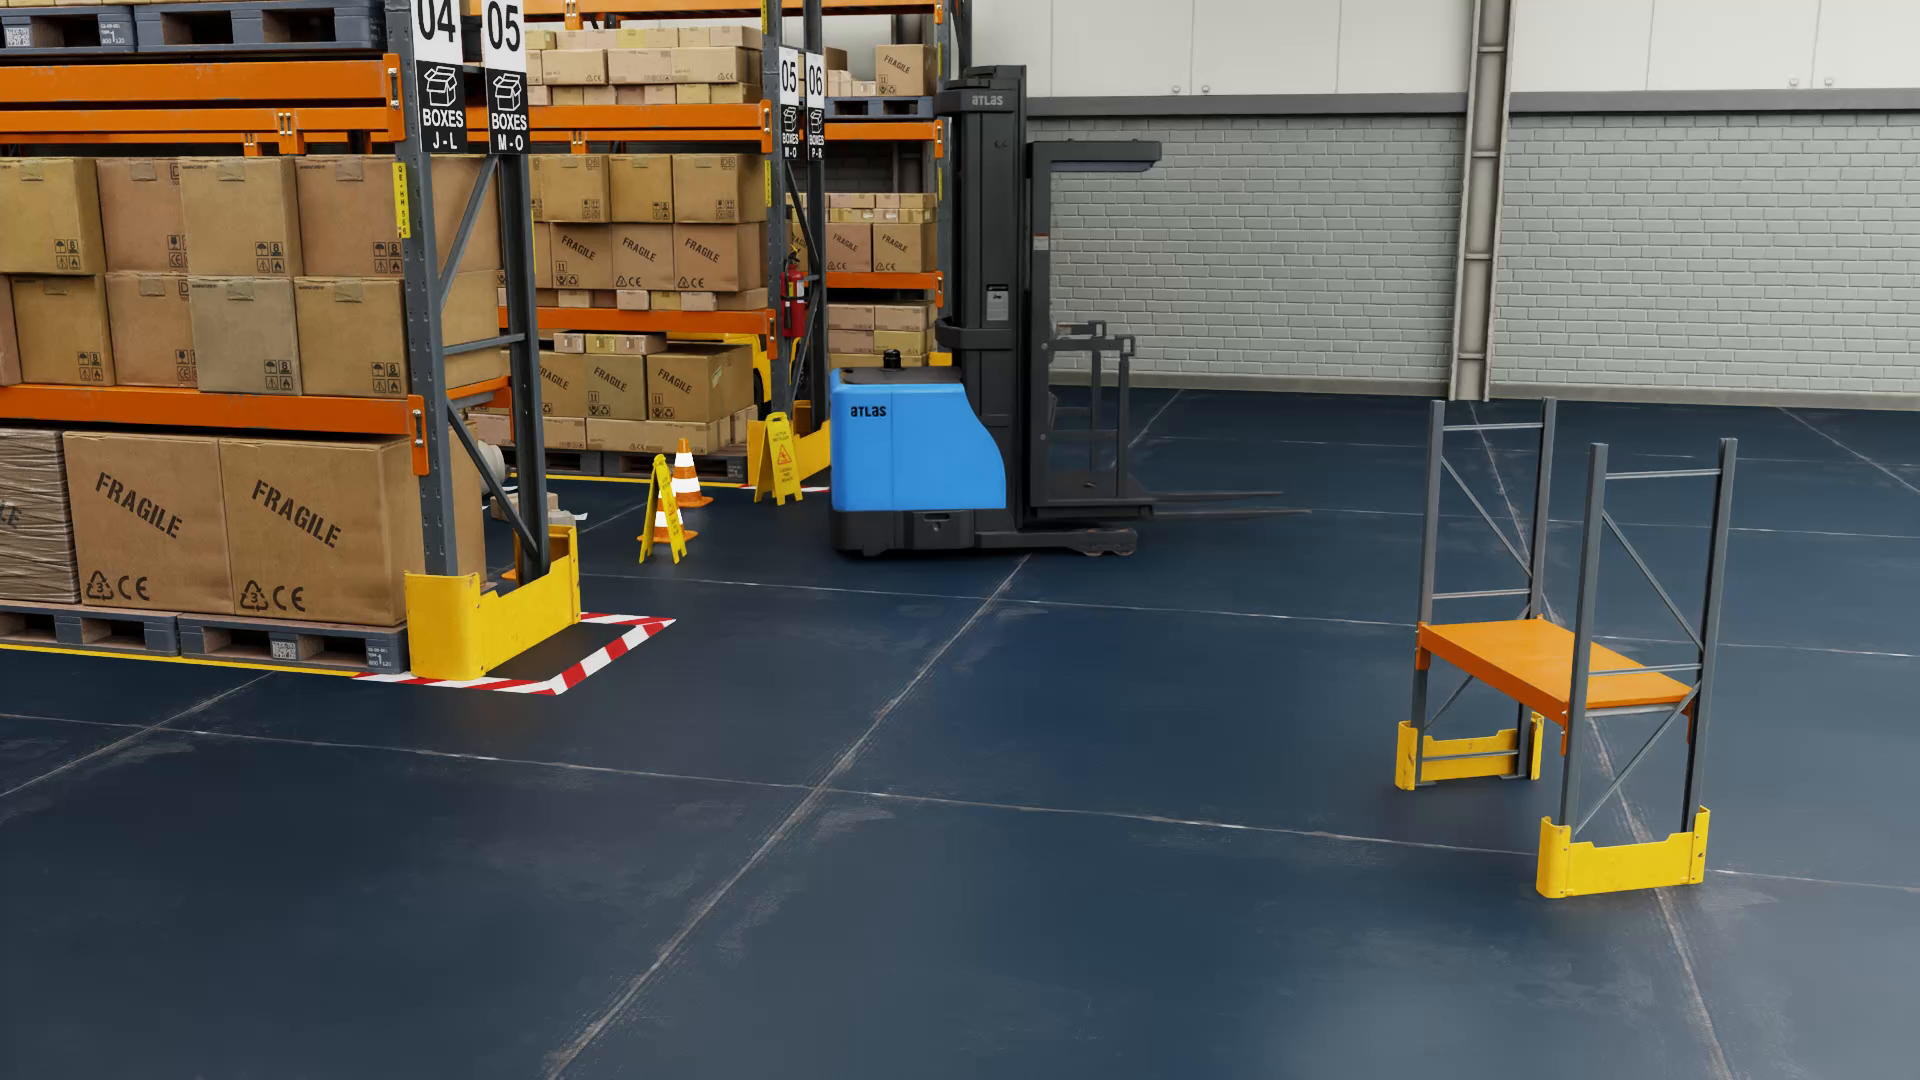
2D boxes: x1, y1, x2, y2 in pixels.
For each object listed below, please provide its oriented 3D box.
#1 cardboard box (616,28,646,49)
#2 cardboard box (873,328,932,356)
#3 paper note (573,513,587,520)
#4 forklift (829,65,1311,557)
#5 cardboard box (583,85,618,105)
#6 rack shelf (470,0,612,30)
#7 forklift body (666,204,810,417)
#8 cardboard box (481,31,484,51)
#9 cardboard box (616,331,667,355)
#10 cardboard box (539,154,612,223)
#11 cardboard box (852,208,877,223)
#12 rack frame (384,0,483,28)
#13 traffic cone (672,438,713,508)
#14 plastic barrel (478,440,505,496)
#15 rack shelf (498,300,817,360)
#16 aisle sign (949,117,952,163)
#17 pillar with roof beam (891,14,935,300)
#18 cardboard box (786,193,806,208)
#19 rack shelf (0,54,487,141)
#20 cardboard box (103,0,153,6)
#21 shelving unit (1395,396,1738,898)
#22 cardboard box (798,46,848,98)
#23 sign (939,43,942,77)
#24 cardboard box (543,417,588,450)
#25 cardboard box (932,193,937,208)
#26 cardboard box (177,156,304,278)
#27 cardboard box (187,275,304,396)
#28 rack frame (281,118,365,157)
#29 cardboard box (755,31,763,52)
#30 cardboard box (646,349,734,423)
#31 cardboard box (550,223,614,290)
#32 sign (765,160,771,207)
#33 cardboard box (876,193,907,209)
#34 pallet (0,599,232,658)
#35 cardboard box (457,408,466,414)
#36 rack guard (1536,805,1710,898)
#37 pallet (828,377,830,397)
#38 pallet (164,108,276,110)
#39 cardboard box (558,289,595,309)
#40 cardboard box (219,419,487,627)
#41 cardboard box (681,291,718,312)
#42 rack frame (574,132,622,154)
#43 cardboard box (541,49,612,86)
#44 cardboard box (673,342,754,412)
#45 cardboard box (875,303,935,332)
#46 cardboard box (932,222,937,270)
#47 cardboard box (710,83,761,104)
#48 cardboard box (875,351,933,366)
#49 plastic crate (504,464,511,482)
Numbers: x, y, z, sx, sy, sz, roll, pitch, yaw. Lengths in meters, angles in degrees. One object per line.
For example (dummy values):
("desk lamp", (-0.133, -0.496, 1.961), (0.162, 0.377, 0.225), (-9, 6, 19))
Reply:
("cardboard box", (-2.365, -3.723, 12.401), (0.250, 0.149, 0.380), (3, 13, 14))
("cardboard box", (-0.600, -2.091, 17.460), (0.500, 0.250, 0.500), (3, 13, 13))
("paper note", (-2.633, -0.162, 11.394), (0.142, 0.019, 0.148), (-1, 13, -6))
("forklift", (0.687, -1.440, 10.457), (3.031, 2.935, 1.130), (-1, 13, -5))
("cardboard box", (-2.635, -3.340, 12.516), (0.250, 0.149, 0.380), (3, 13, 13))
("rack shelf", (-5.878, -5.719, 18.319), (4.000, 0.370, 1.077), (3, 13, 14))
("forklift body", (-2.331, -2.326, 16.250), (1.214, 2.155, 2.313), (3, 13, 14))
("cardboard box", (-3.617, -3.779, 12.654), (0.250, 0.149, 0.380), (3, 13, 13))
("cardboard box", (-2.451, -1.518, 12.802), (0.250, 0.149, 0.380), (3, 13, 15))
("cardboard box", (-2.796, -2.677, 12.647), (0.500, 0.500, 0.700), (3, 13, 13))
("cardboard box", (-0.949, -3.383, 17.329), (0.250, 0.149, 0.380), (3, 13, 15))
("rack frame", (-2.327, -3.864, 7.373), (0.127, 3.000, 1.000), (3, 13, 14))
("traffic cone", (-1.965, -0.494, 11.891), (0.334, 0.463, 0.336), (3, 13, 14))
("plastic barrel", (-3.607, -0.512, 12.066), (0.512, 0.421, 0.421), (-9, 15, -35))
("rack shelf", (-3.180, -1.734, 13.284), (4.000, 0.370, 1.077), (3, 13, 14))
("aisle sign", (-0.060, -4.229, 16.869), (0.004, 0.787, 0.394), (3, 13, 14))
("pillar with roof beam", (-1.545, -5.274, 13.731), (0.400, 9.000, 9.100), (3, 13, 14))
("cardboard box", (-1.714, -3.555, 17.418), (0.250, 0.149, 0.380), (3, 13, 15))
("rack shelf", (-4.268, -2.152, 8.244), (4.000, 0.370, 1.077), (3, 13, 14))
("cardboard box", (-3.719, -2.529, 7.664), (0.250, 0.149, 0.380), (3, 13, 13))
("shelving unit", (2.090, 0.314, 5.855), (0.587, 1.500, 1.083), (-3, 13, -12))
("cardboard box", (-1.512, -4.838, 17.259), (0.500, 0.500, 0.700), (3, 13, 14))
("sign", (-0.197, -4.770, 16.521), (0.005, 0.325, 0.100), (3, 13, 14))
("cardboard box", (-3.098, -0.884, 13.171), (0.500, 0.250, 0.500), (3, 13, 12))
("cardboard box", (-0.328, -3.598, 17.612), (0.250, 0.149, 0.380), (3, 13, 12))
("cardboard box", (-3.234, -1.572, 8.054), (0.550, 0.550, 0.875), (3, 13, 14))
("cardboard box", (-3.237, -1.042, 8.159), (0.550, 0.550, 0.875), (3, 13, 14))
("rack frame", (-5.122, -2.189, 13.674), (0.127, 3.000, 1.000), (3, 13, 14))
("cardboard box", (-1.535, -3.774, 12.631), (0.250, 0.149, 0.380), (3, 13, 13))
("cardboard box", (-2.079, -1.197, 12.850), (0.500, 0.500, 0.500), (3, 13, 14))
("cardboard box", (-2.802, -2.199, 12.803), (0.500, 0.500, 0.500), (3, 13, 13))
("sign", (-1.391, -2.585, 12.057), (0.005, 0.325, 0.100), (3, 13, 14))
("cardboard box", (-0.698, -3.516, 17.243), (0.250, 0.149, 0.380), (3, 13, 14))
("pallet", (-4.302, 0.338, 8.725), (1.213, 0.211, 1.003), (3, 13, 14))
("cardboard box", (-4.091, -1.305, 13.337), (0.500, 0.500, 0.500), (4, 13, 16))
("rack guard", (2.199, 1.030, 5.516), (0.587, 0.250, 0.087), (-3, 13, -12))
("pallet", (-0.806, -1.695, 17.885), (1.213, 0.211, 1.003), (3, 13, 14))
("pallet", (-5.696, -3.616, 13.615), (1.003, 0.211, 1.213), (3, 13, 14))
("cardboard box", (-2.912, -1.885, 12.883), (0.250, 0.149, 0.380), (3, 13, 13))
("cardboard box", (-3.001, -0.124, 8.304), (0.875, 0.875, 0.875), (3, 13, 14))
("cardboard box", (-1.926, -1.823, 12.604), (0.250, 0.149, 0.380), (3, 13, 13))
("rack frame", (-3.937, -3.233, 18.380), (0.127, 3.000, 1.000), (3, 13, 14))
("cardboard box", (-2.793, -3.540, 12.497), (0.500, 0.250, 0.500), (3, 13, 15))
("cardboard box", (-1.979, -1.311, 13.365), (0.500, 0.500, 0.500), (3, 13, 12))
("cardboard box", (-0.575, -2.334, 17.400), (0.500, 0.250, 0.500), (4, 13, 15))
("cardboard box", (-0.467, -3.158, 17.812), (0.500, 0.500, 0.500), (3, 13, 15))
("cardboard box", (-1.652, -3.283, 12.259), (0.250, 0.149, 0.380), (3, 13, 14))
("cardboard box", (-0.585, -1.846, 17.507), (0.500, 0.250, 0.500), (3, 13, 14))
("plastic crate", (-3.794, -0.510, 12.846), (0.583, 0.080, 0.402), (-1, 13, -6))
